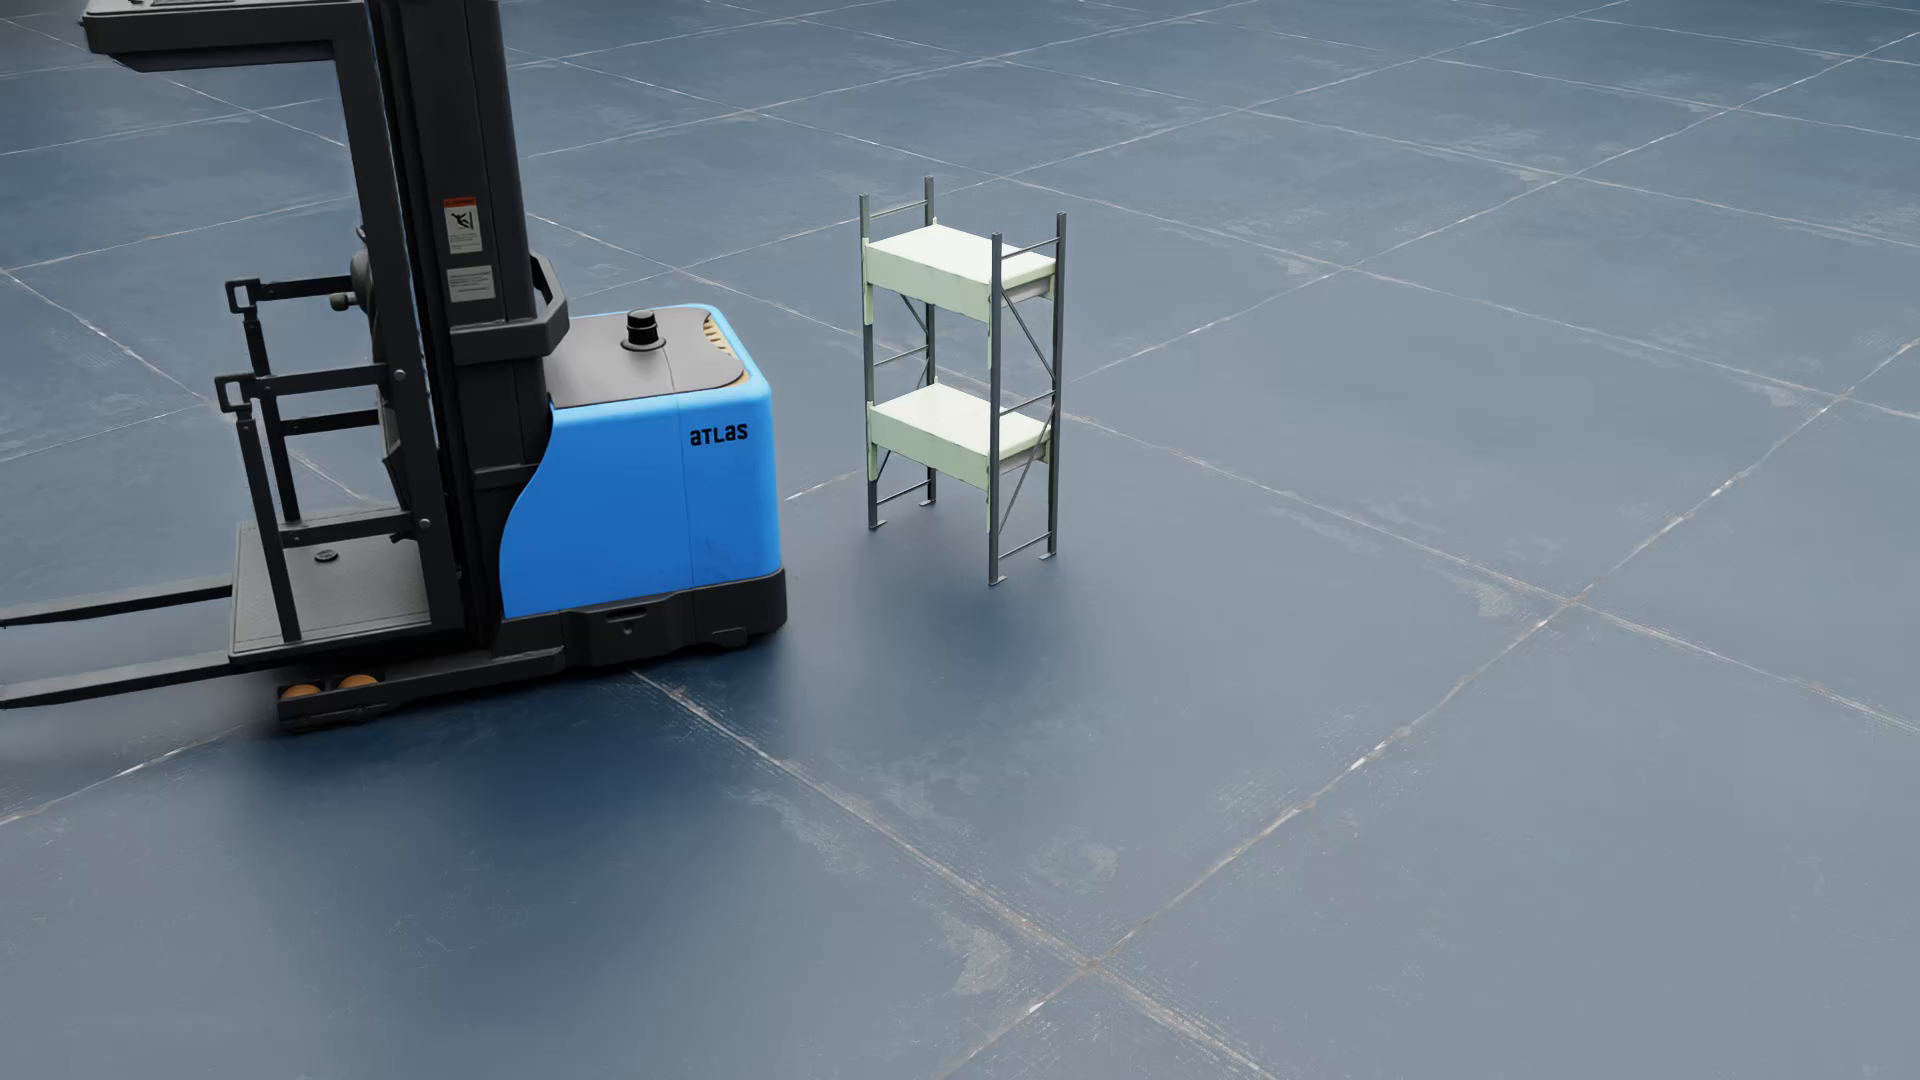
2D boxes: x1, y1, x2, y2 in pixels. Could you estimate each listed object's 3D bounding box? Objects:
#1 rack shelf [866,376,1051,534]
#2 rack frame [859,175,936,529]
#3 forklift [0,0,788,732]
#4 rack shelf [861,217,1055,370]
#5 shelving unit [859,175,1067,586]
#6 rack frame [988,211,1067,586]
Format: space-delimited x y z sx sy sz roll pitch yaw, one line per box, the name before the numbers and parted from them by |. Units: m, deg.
rack shelf | 0.005 -0.373 7.049 0.720 0.370 0.431 25 36 38
rack frame | -0.256 -0.781 7.124 0.023 1.500 0.400 25 36 38
forklift | -2.249 -0.889 5.790 3.031 2.935 1.130 -9 29 -17
rack shelf | 0.005 -1.007 6.715 0.720 0.370 0.431 25 36 38
shelving unit | 0.005 -0.662 6.897 0.755 1.500 0.431 25 36 38
rack frame | 0.266 -0.542 6.670 0.023 1.500 0.400 25 36 38
